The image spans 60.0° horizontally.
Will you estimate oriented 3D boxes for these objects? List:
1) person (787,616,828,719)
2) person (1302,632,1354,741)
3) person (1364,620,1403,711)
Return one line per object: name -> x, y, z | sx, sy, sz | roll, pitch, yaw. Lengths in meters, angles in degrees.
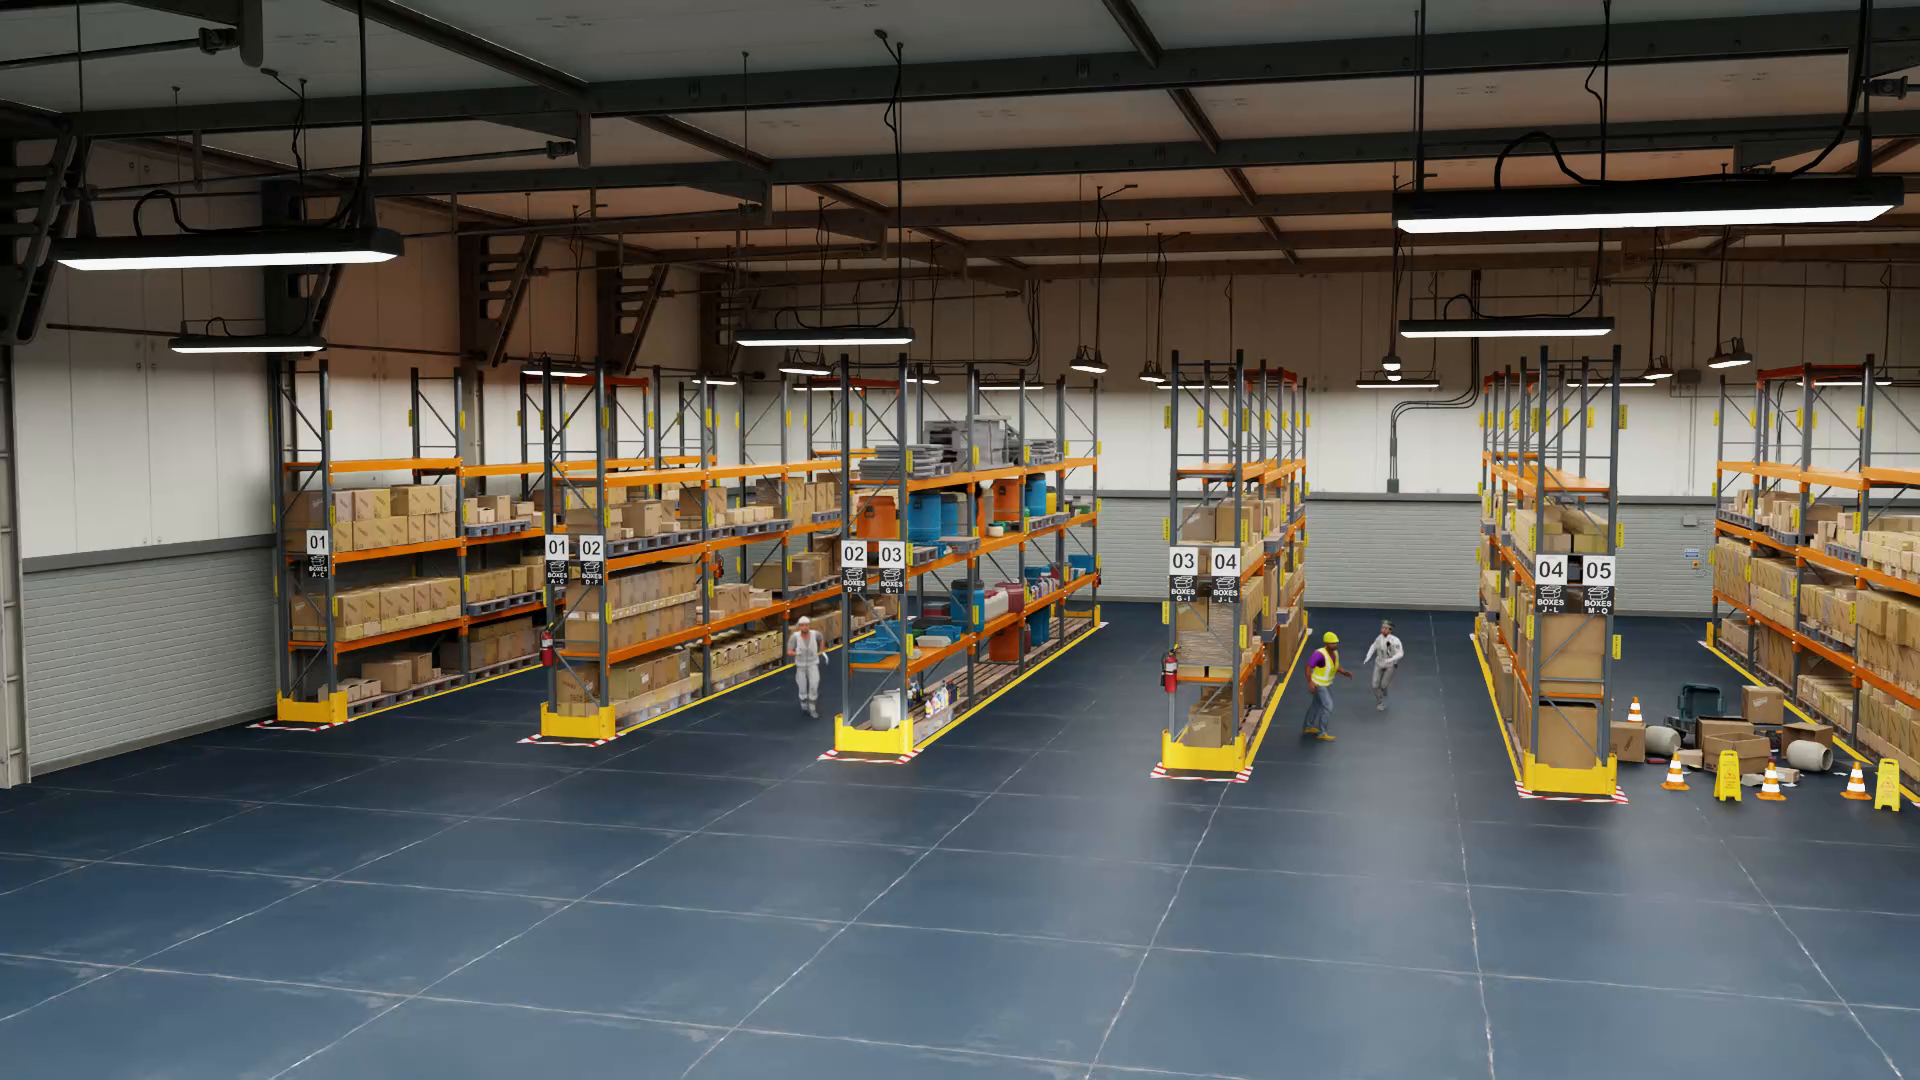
person -> -2.565, 2.130, 28.020 | 0.687, 1.735, 0.977 | 0, 4, -4
person -> 5.743, 2.280, 26.166 | 0.858, 1.698, 0.684 | 3, 5, 35
person -> 7.359, 2.162, 28.756 | 0.692, 1.606, 0.507 | 3, 5, 35
